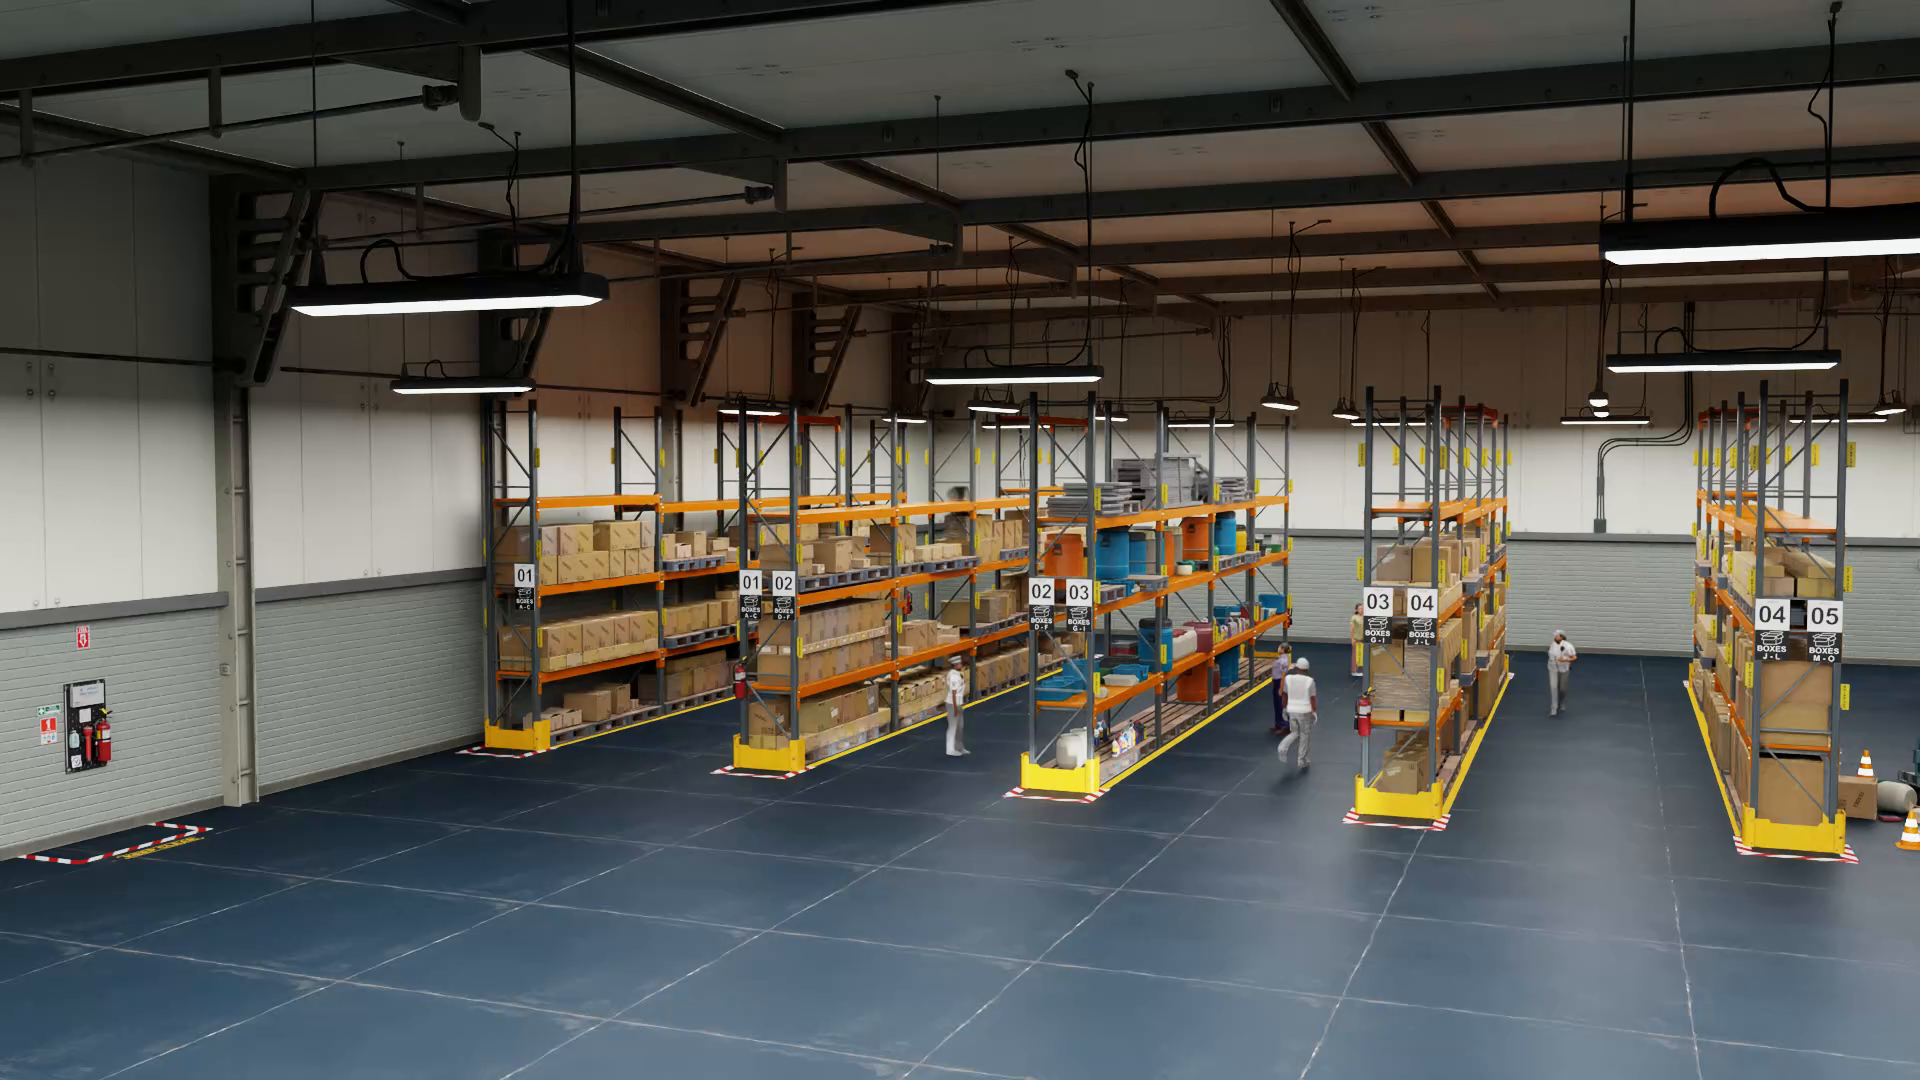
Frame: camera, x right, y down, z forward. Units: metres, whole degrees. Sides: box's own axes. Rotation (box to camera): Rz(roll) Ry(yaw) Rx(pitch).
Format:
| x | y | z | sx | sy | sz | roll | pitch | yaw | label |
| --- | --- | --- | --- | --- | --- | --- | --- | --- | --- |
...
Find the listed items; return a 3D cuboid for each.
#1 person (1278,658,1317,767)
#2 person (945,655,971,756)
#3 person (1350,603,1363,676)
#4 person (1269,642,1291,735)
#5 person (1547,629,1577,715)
| x | y | z | sx | sy | sz | roll | pitch | yaw | label |
| --- | --- | --- | --- | --- | --- | --- | --- | --- | --- |
| 5.451 | 2.781 | 26.781 | 0.669 | 1.776 | 0.539 | -2 | 3 | -35 | person |
| -0.035 | 2.798 | 27.997 | 0.432 | 1.715 | 0.514 | 0 | 3 | 2 | person |
| 9.191 | 2.293 | 38.104 | 0.495 | 1.680 | 0.395 | -1 | 3 | -17 | person |
| 5.850 | 2.683 | 30.263 | 0.360 | 1.654 | 0.514 | 0 | 3 | -7 | person |
| 11.729 | 2.546 | 32.419 | 0.543 | 1.603 | 0.993 | 1 | 3 | 21 | person |
